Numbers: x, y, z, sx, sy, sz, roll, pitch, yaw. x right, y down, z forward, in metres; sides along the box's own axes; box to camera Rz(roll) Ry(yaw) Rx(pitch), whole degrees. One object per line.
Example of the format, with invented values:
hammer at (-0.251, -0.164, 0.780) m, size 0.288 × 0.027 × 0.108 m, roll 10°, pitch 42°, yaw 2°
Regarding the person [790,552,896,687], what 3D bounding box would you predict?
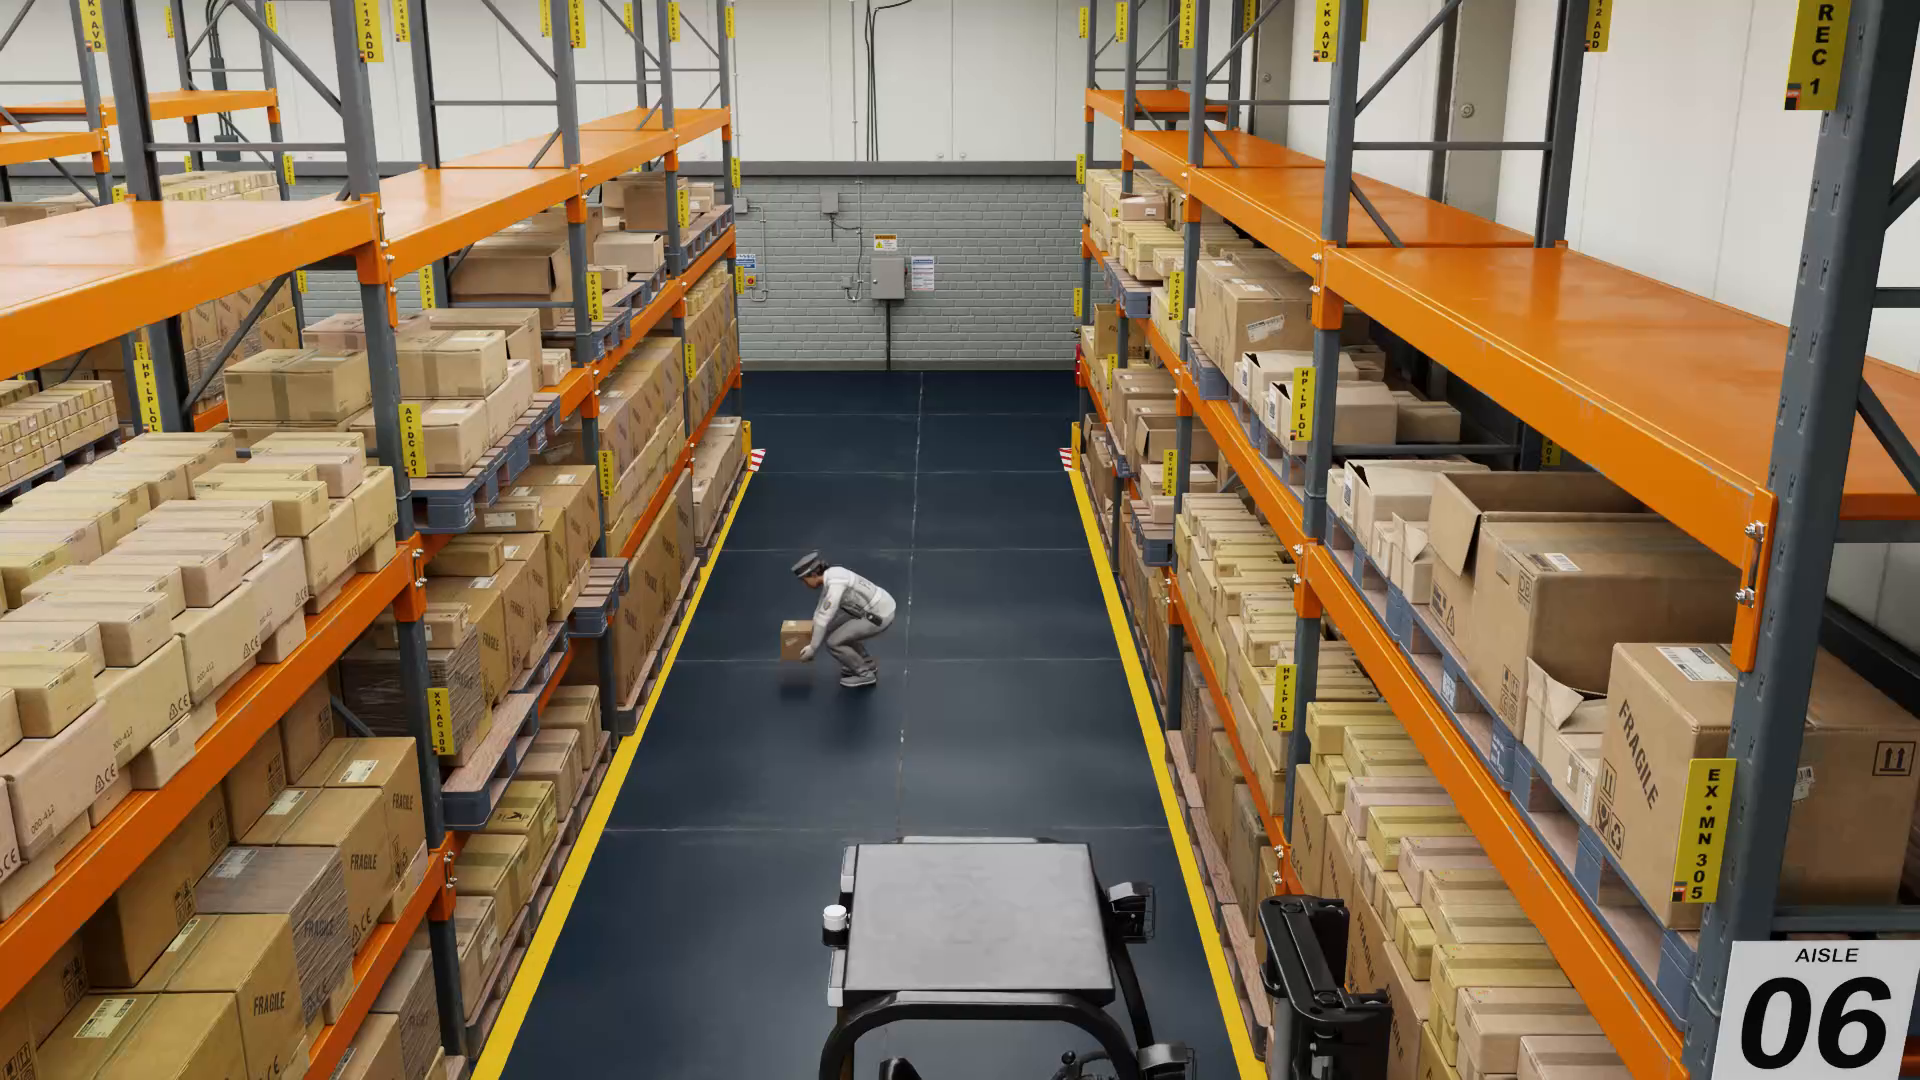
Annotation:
person at (-0.914, 0.609, 13.089) m, size 0.815 × 1.073 × 0.504 m, roll 0°, pitch 17°, yaw -1°
